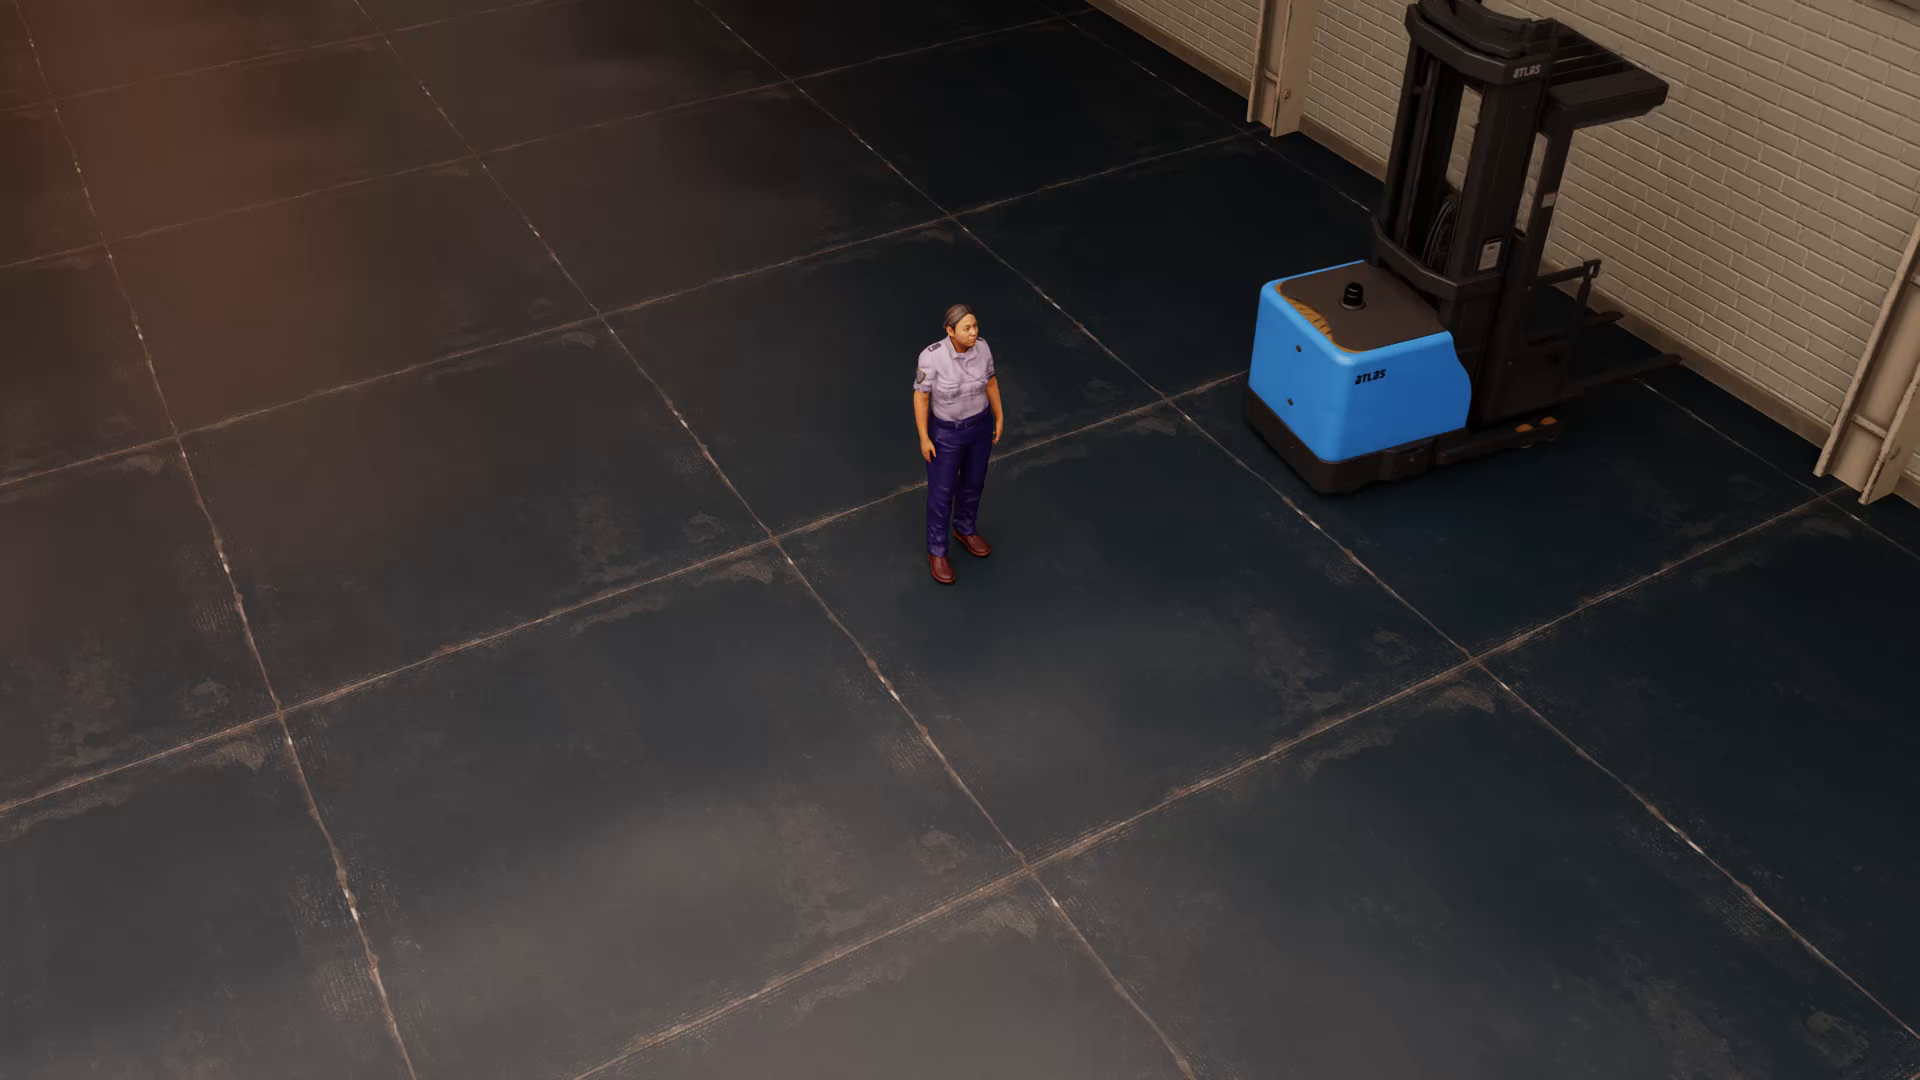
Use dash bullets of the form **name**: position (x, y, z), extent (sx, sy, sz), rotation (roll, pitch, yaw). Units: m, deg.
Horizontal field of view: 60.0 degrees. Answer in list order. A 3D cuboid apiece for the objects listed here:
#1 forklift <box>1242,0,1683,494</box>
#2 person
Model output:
- **forklift**: position (3.476, -2.031, 10.485), extent (3.031, 2.935, 1.130), rotation (-15, 42, -17)
- **person**: position (0.025, -0.583, 9.733), extent (0.599, 1.650, 0.503), rotation (-20, 44, -23)
